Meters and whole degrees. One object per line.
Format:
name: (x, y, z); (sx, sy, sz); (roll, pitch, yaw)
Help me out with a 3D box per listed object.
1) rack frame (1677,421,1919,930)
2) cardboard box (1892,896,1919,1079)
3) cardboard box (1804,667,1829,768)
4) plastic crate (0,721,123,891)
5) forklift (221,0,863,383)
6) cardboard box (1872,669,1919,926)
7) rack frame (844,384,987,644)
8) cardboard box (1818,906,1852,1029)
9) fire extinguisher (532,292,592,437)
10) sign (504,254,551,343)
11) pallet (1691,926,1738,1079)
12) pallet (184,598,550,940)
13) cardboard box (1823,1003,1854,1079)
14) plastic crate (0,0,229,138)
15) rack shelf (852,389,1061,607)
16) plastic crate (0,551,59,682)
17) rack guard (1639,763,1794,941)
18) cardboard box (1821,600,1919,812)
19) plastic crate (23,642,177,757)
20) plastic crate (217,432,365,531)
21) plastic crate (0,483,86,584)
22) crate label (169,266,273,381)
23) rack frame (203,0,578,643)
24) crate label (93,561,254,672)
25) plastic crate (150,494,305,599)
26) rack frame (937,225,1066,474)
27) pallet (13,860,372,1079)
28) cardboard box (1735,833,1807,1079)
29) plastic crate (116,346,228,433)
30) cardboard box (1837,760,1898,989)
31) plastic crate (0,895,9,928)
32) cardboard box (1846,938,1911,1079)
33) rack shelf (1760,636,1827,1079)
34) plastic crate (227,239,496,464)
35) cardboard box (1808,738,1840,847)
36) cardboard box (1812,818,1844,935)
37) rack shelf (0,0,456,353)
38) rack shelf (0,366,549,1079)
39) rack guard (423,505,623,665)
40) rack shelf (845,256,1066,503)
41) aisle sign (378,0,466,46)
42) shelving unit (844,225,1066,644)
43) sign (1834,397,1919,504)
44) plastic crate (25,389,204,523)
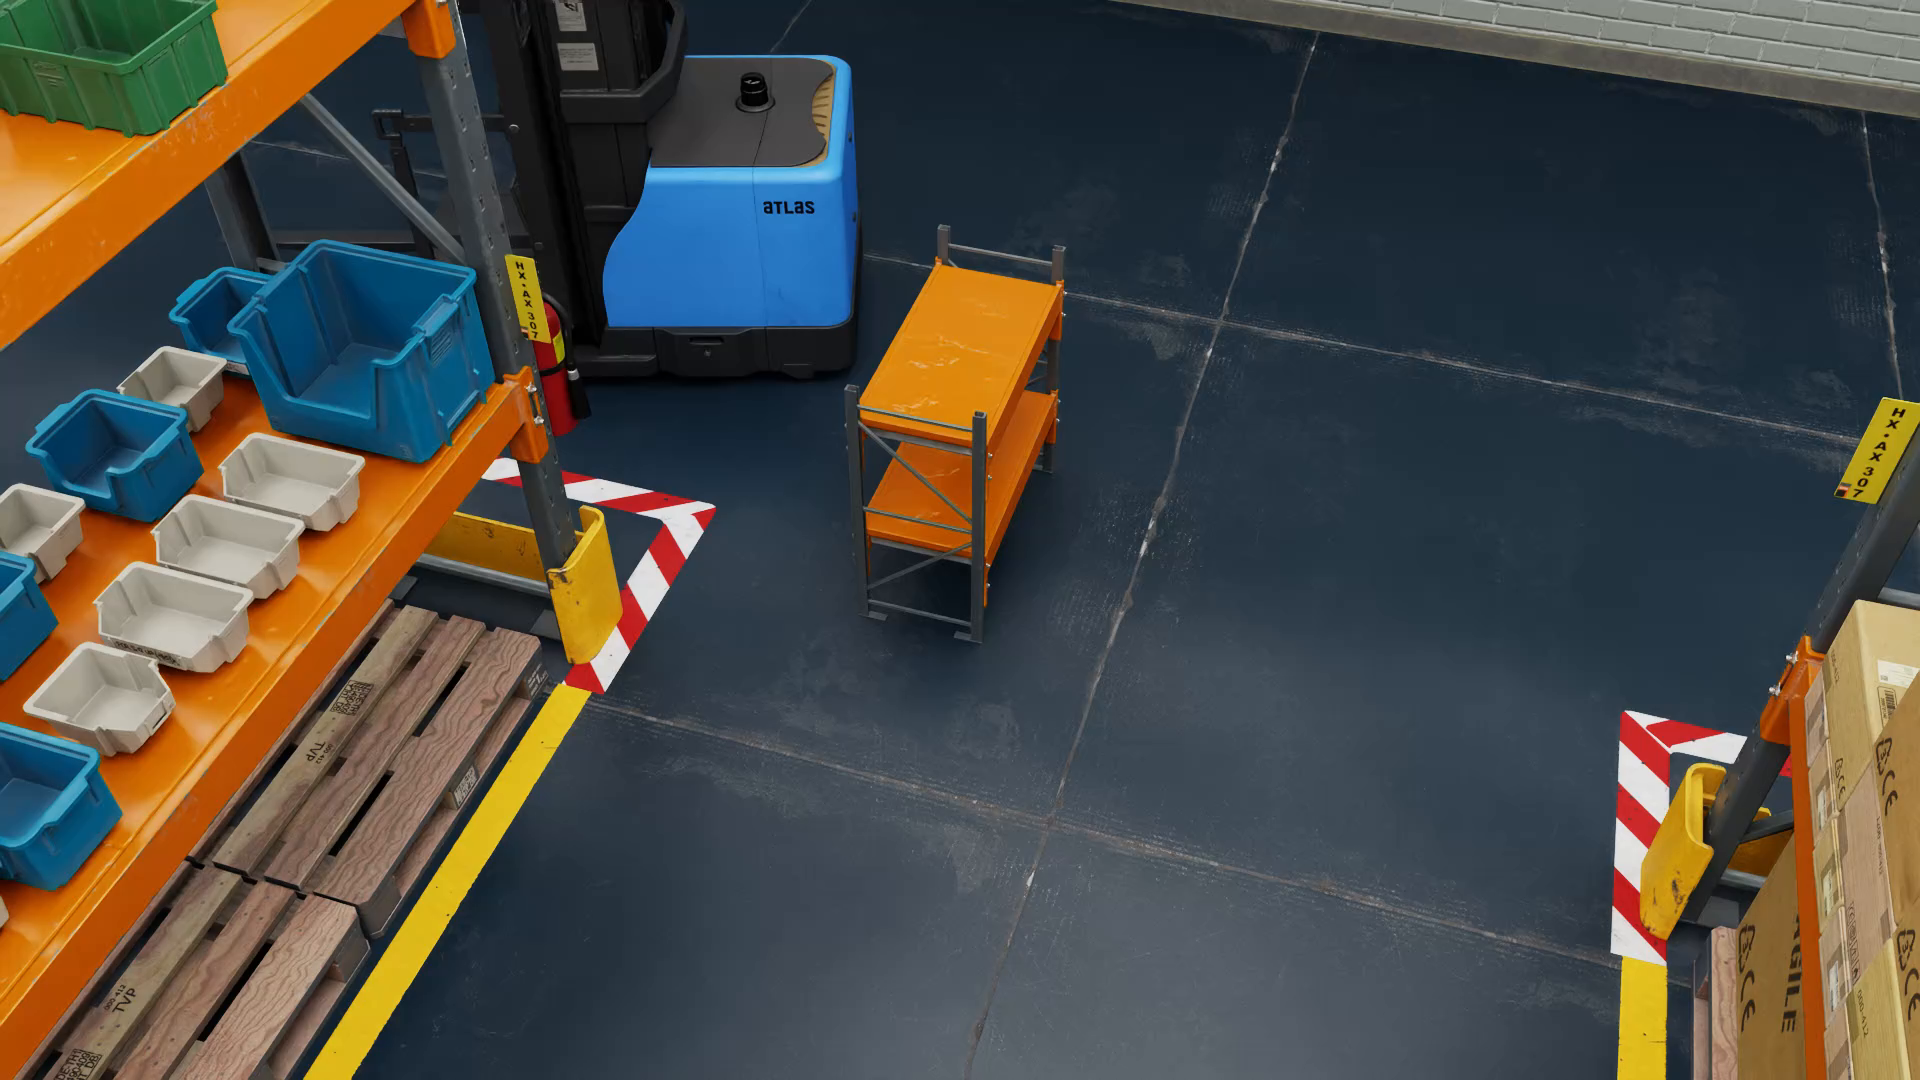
rack frame: (2.824, 0.239, 4.361); (1.000, 3.000, 0.127); (13, 46, 13)
cardboard box: (2.118, 0.861, 3.084); (0.500, 0.500, 0.500); (11, 46, 11)
cardboard box: (2.402, 0.496, 4.278); (0.380, 0.149, 0.250); (13, 46, 13)
plastic crate: (-2.274, 0.652, 4.016); (0.416, 0.233, 0.300); (13, 46, 13)
forklift: (-1.987, -2.112, 6.813); (3.031, 2.935, 1.130); (0, 44, 0)
cardboard box: (2.270, 0.515, 3.438); (0.500, 0.500, 0.500); (12, 46, 12)
rack frame: (-0.152, -0.068, 6.015); (0.500, 1.125, 0.032); (13, 46, 13)
cardboard box: (2.170, 1.012, 3.751); (0.380, 0.149, 0.250); (12, 46, 12)
fire extinguisher: (-1.418, -0.653, 5.595); (0.296, 0.674, 0.183); (13, 46, 13)
sign: (-1.368, -0.762, 5.268); (0.100, 0.325, 0.005); (13, 46, 13)
pallet: (2.656, 1.786, 4.774); (1.003, 0.211, 1.213); (13, 46, 13)
pallet: (-2.183, 0.728, 5.855); (1.003, 0.211, 1.213); (13, 46, 13)
cardboard box: (2.092, 1.181, 3.578); (0.380, 0.149, 0.250); (12, 46, 12)
plastic crate: (-1.923, -1.088, 3.724); (0.450, 0.188, 0.336); (13, 46, 13)
rack shelf: (0.002, -0.232, 6.532); (0.538, 0.278, 1.000); (13, 46, 13)
plastic crate: (-2.684, 0.201, 4.477); (0.416, 0.233, 0.300); (13, 46, 13)
rack guard: (2.831, 1.117, 5.251); (1.175, 0.500, 0.348); (13, 46, 13)
cardboard box: (2.421, 0.449, 4.041); (0.500, 0.250, 0.500); (11, 46, 11)
plastic crate: (-2.206, 0.427, 4.314); (0.298, 0.136, 0.250); (13, 46, 13)
plastic crate: (-1.971, -0.155, 4.909); (0.396, 0.136, 0.243); (13, 46, 13)
plastic crate: (-2.667, 0.006, 4.744); (0.250, 0.136, 0.298); (13, 46, 13)
crate label: (-2.285, -0.677, 5.373); (0.416, 0.233, 0.303); (13, 46, 13)
rack frame: (-1.897, -0.810, 5.433); (1.000, 3.000, 0.127); (13, 46, 13)
crate label: (-2.134, 0.226, 4.520); (0.396, 0.136, 0.243); (13, 46, 13)
plastic crate: (-2.073, 0.035, 4.715); (0.396, 0.136, 0.243); (13, 46, 13)
rack frame: (0.156, -0.745, 6.707); (0.500, 1.125, 0.032); (13, 46, 13)
pallet: (-2.555, 1.539, 5.026); (1.003, 0.211, 1.213); (13, 46, 13)
cardboard box: (2.706, 1.292, 4.504); (0.875, 0.875, 0.875); (13, 46, 13)
plastic crate: (-2.461, -0.446, 5.207); (0.250, 0.136, 0.298); (13, 46, 13)
cardboard box: (2.270, 0.797, 3.685); (0.500, 0.250, 0.500); (12, 46, 12)
plastic crate: (-2.470, 0.899, 3.729); (0.437, 0.282, 0.530); (13, 46, 13)
cardboard box: (2.114, 1.131, 3.344); (0.500, 0.250, 0.500); (11, 45, 11)
rack shelf: (2.218, 1.830, 3.250); (1.077, 0.370, 4.000); (13, 46, 13)
plastic crate: (-1.820, -0.581, 5.131); (0.616, 0.435, 0.499); (13, 46, 13)
cardboard box: (2.325, 0.667, 4.103); (0.380, 0.149, 0.250); (12, 46, 12)
cardboard box: (2.248, 0.838, 3.929); (0.380, 0.149, 0.250); (12, 46, 12)
rack shelf: (-2.502, -0.292, 3.273); (1.077, 0.370, 4.000); (13, 46, 13)
rack shelf: (-2.502, 0.780, 4.322); (1.077, 0.370, 4.000); (13, 46, 13)
rack guard: (-1.902, 0.065, 6.326); (1.175, 0.500, 0.348); (13, 46, 13)
rack shelf: (0.002, -0.616, 6.156); (0.538, 0.278, 1.000); (13, 46, 13)
aisle sign: (-1.596, -1.725, 4.509); (0.394, 0.787, 0.004); (13, 46, 13)
shelving unit: (0.002, -0.407, 6.361); (0.538, 1.125, 1.048); (13, 46, 13)
sign: (2.297, -0.220, 4.154); (0.100, 0.325, 0.005); (13, 46, 13)
plastic crate: (-2.485, -0.238, 4.925); (0.416, 0.233, 0.300); (13, 46, 13)
